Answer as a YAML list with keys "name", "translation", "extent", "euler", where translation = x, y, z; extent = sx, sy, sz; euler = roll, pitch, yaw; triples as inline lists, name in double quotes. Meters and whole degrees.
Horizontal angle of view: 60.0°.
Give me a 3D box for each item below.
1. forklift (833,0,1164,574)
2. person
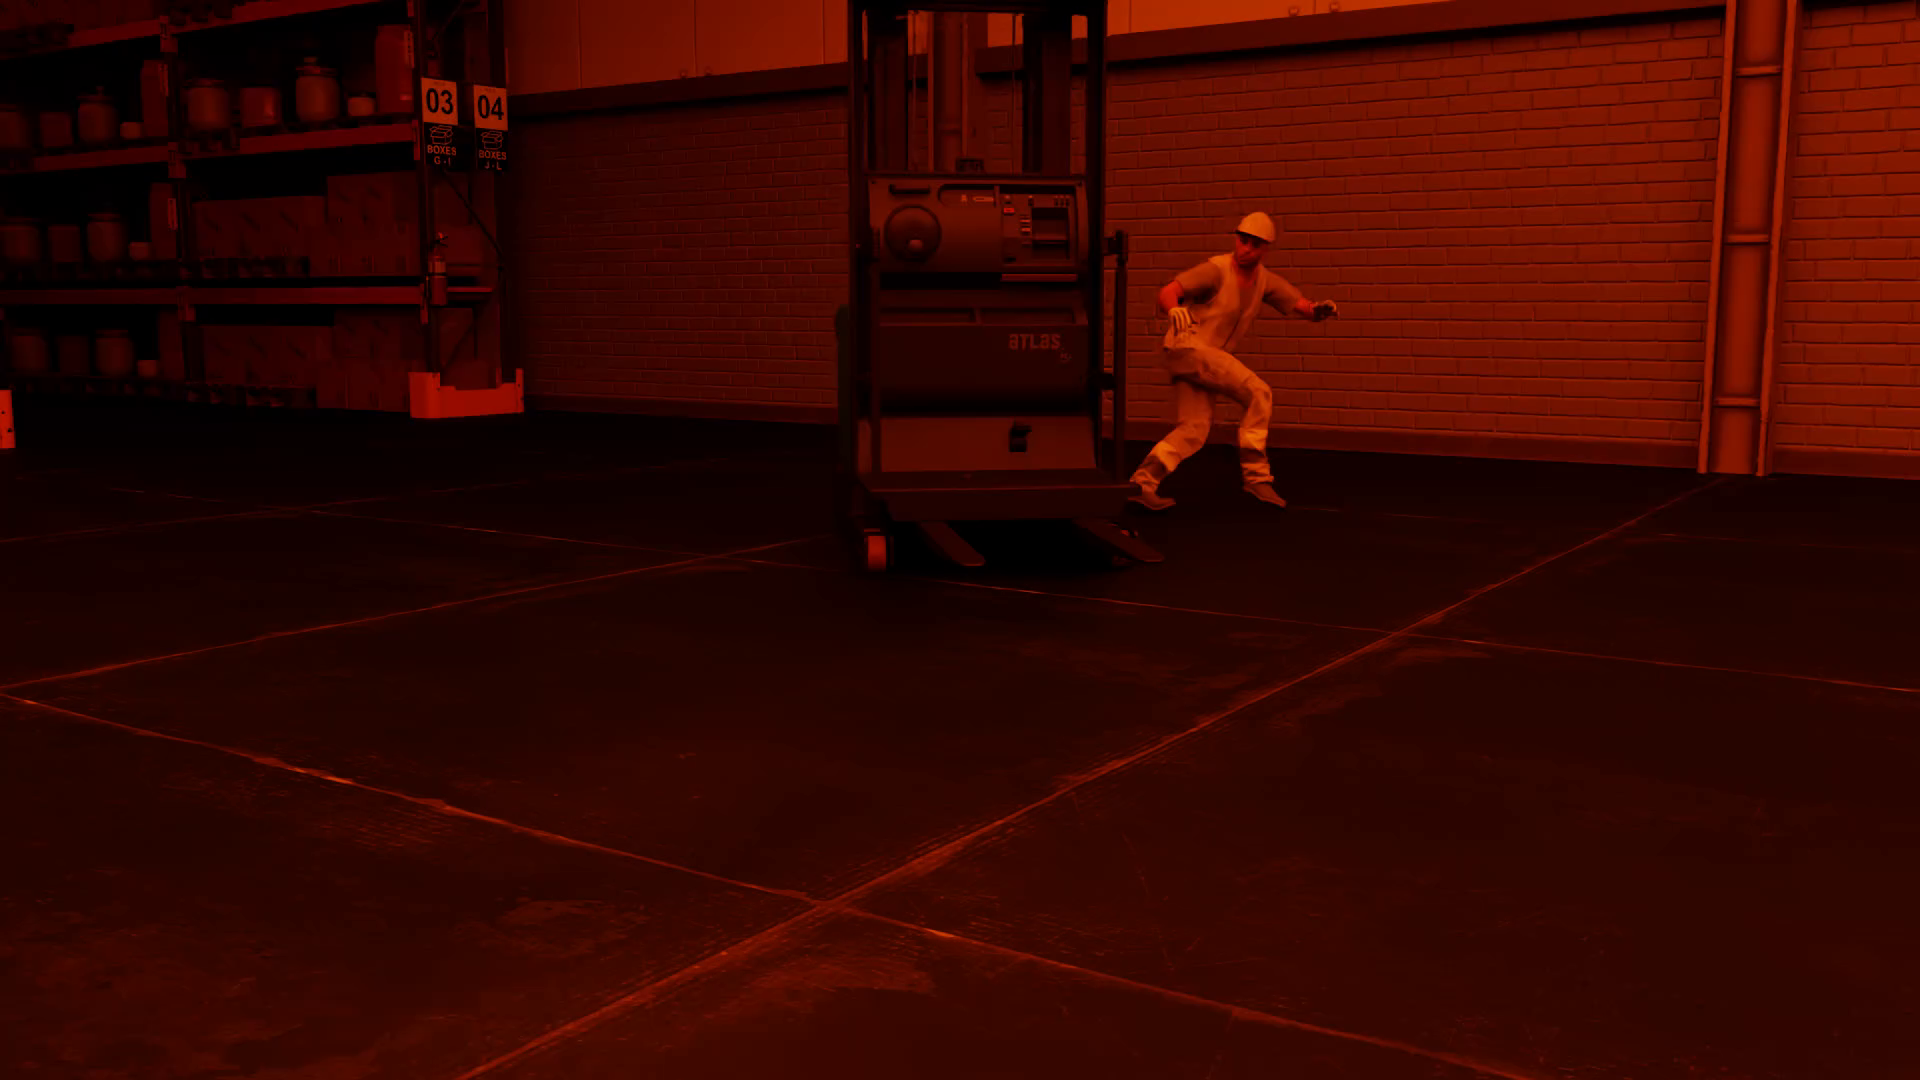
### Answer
- name: "forklift"
  translation: [0.113, -1.365, 6.792]
  extent: [1.130, 2.935, 3.031]
  euler: [-1, 8, -9]
- name: "person"
  translation: [1.412, -0.914, 8.520]
  extent: [0.946, 1.517, 1.000]
  euler: [5, 10, 33]
